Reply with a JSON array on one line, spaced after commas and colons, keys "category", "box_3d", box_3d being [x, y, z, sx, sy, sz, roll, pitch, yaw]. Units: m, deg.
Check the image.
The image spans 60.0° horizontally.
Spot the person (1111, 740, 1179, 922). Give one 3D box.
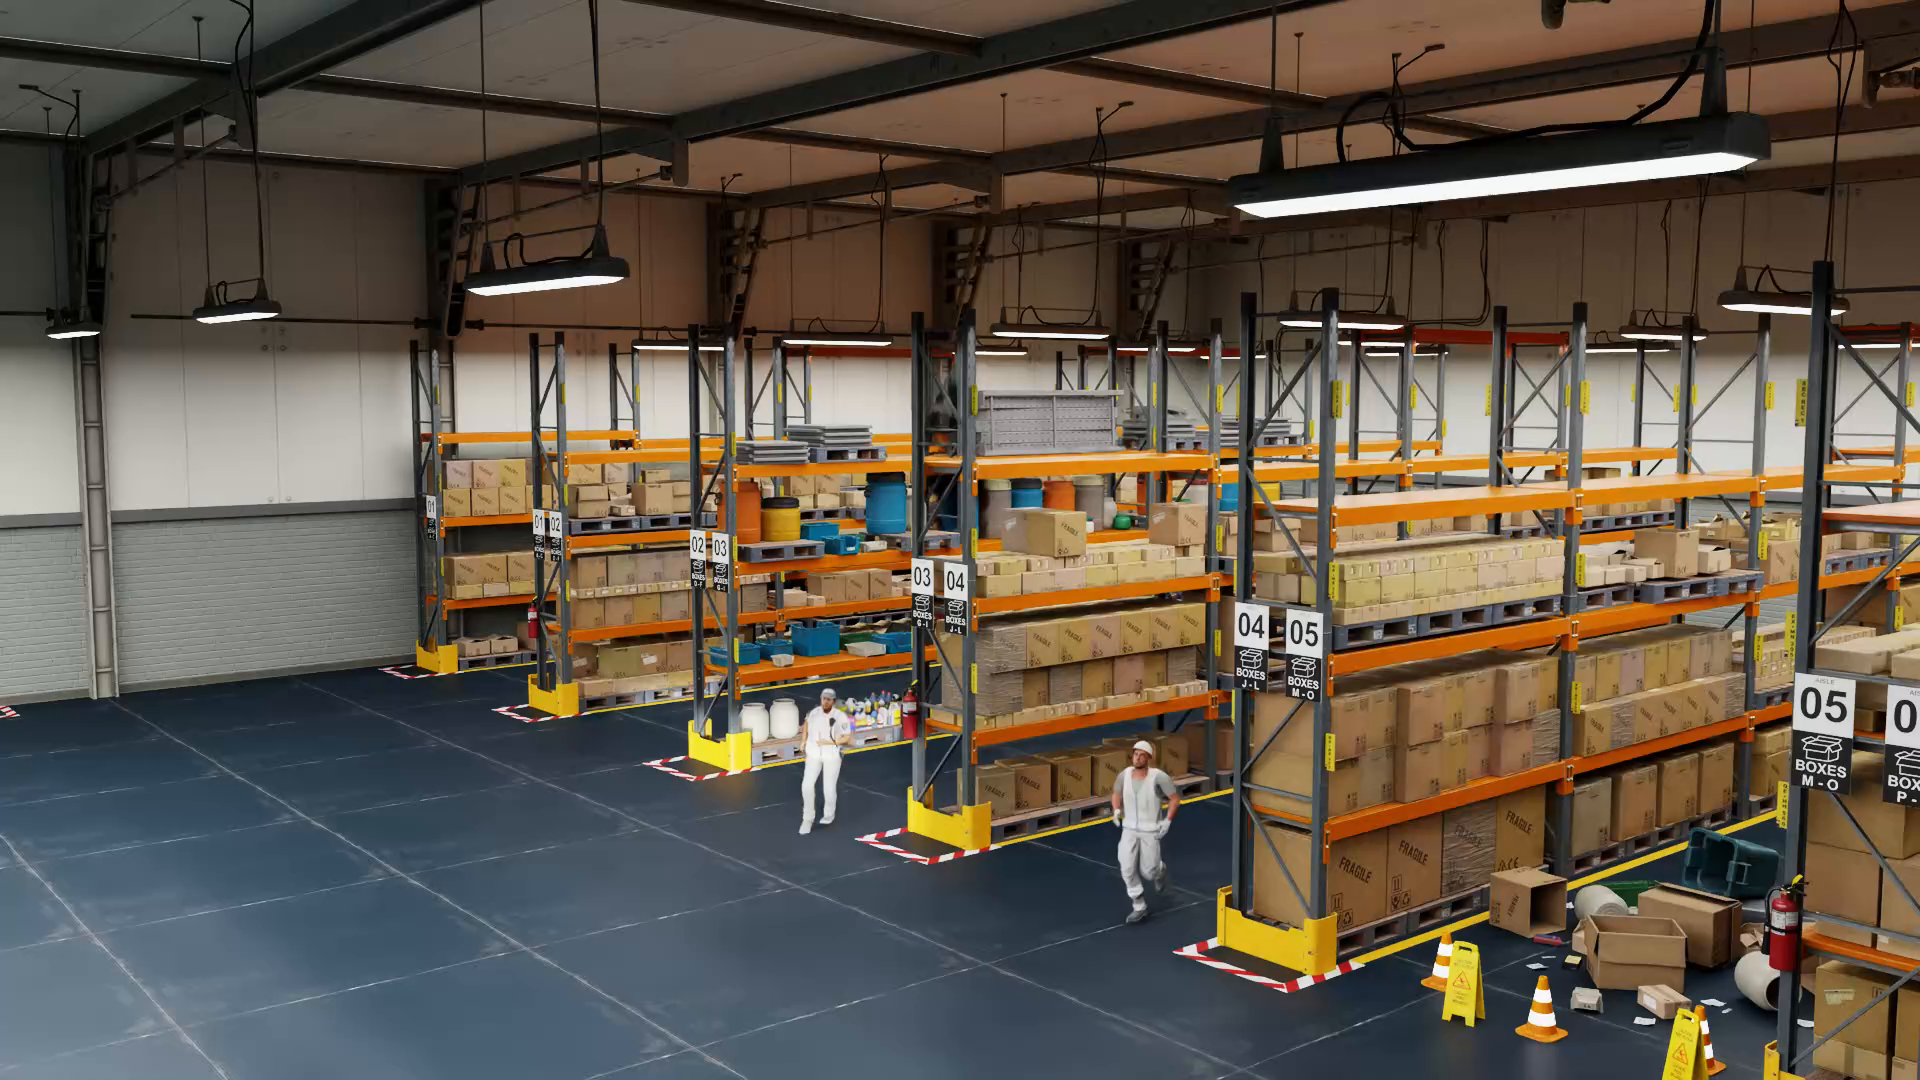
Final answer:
[{"category": "person", "box_3d": [1.787, 2.810, 16.219, 0.692, 1.738, 0.628, 2, 6, 25]}]

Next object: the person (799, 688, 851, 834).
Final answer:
[{"category": "person", "box_3d": [-1.560, 2.570, 19.372, 0.625, 1.719, 0.625, 1, 5, 8]}]
